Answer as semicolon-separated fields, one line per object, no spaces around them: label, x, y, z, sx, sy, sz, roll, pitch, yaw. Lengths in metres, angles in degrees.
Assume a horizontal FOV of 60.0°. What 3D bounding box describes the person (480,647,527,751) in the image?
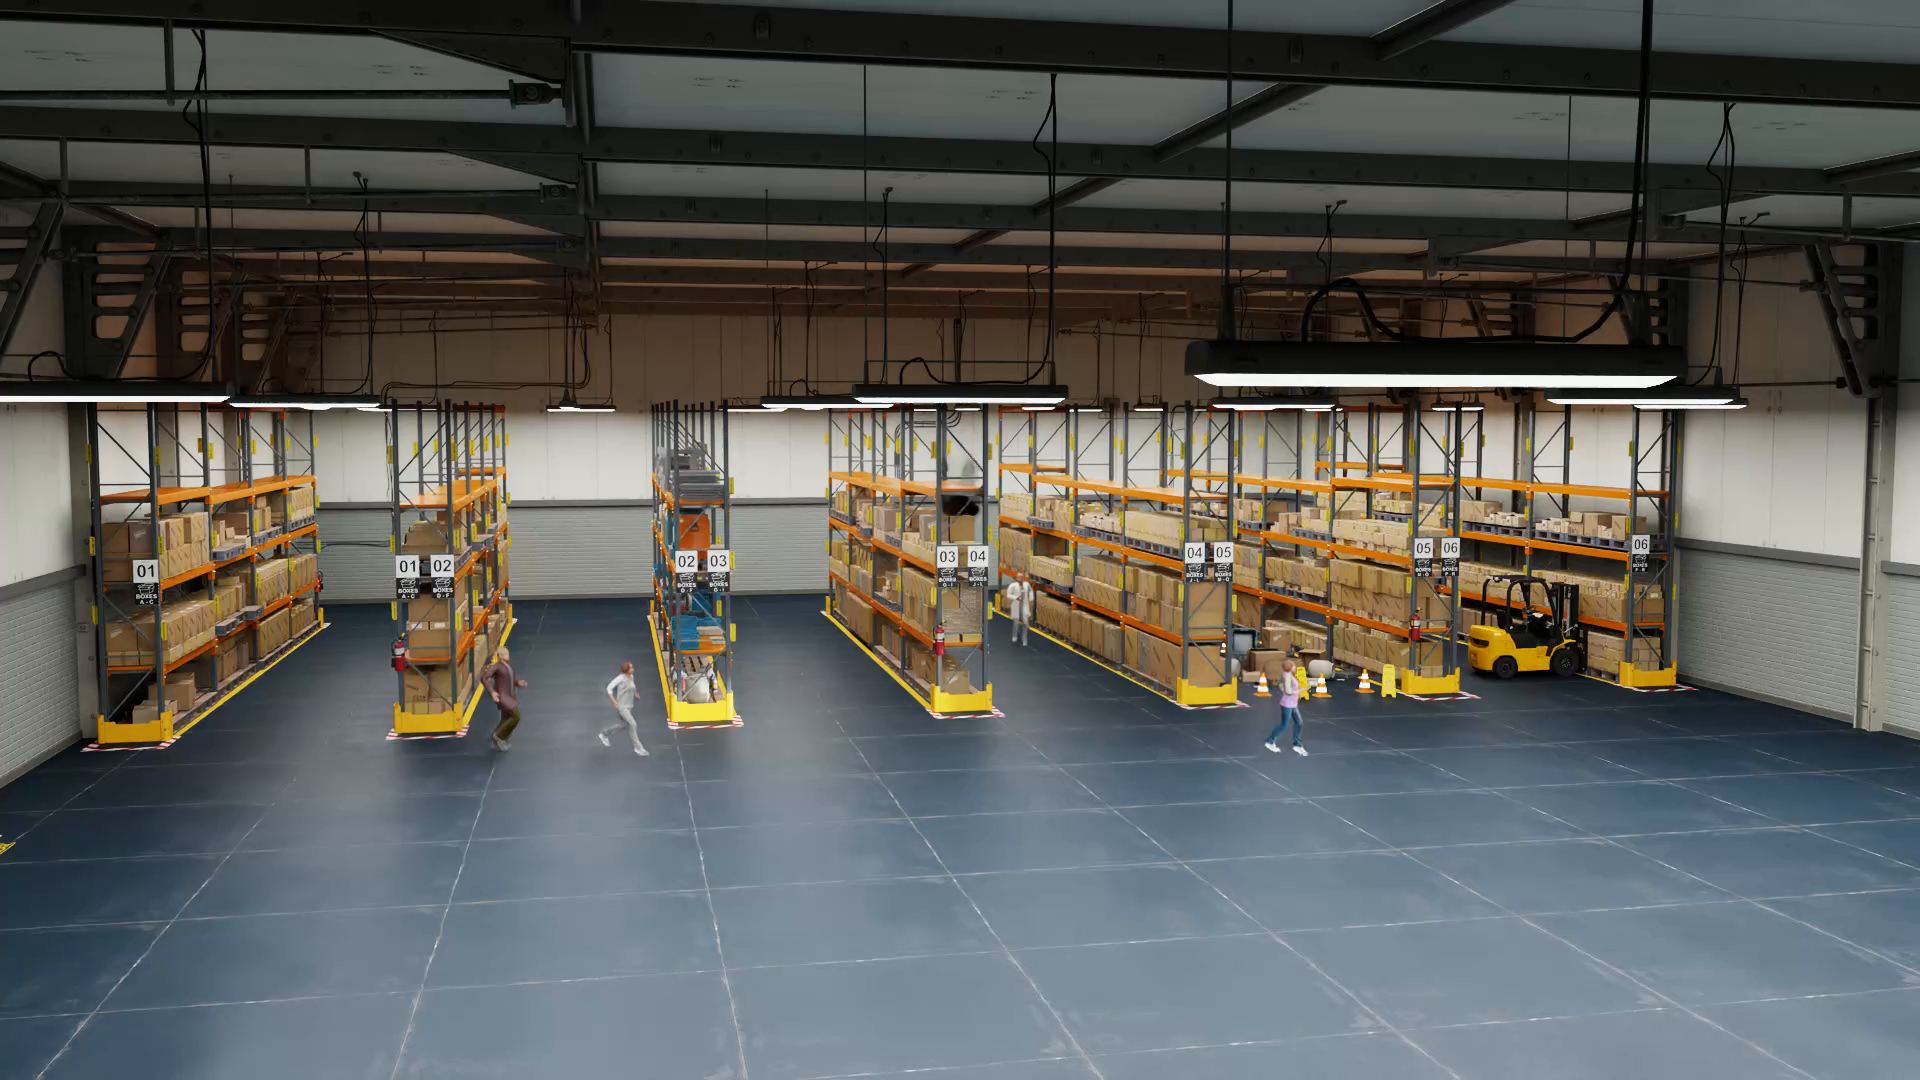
person;-7.711;2.707;28.285;0.723;1.760;0.687;1;4;10

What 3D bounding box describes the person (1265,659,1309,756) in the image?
person;5.486;2.809;27.897;0.719;1.635;0.524;2;5;20

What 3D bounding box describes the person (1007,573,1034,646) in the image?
person;1.504;1.787;41.354;0.735;1.775;0.836;-1;4;-12

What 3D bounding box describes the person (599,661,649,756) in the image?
person;-5.682;2.821;27.985;0.920;1.592;0.558;1;5;18
